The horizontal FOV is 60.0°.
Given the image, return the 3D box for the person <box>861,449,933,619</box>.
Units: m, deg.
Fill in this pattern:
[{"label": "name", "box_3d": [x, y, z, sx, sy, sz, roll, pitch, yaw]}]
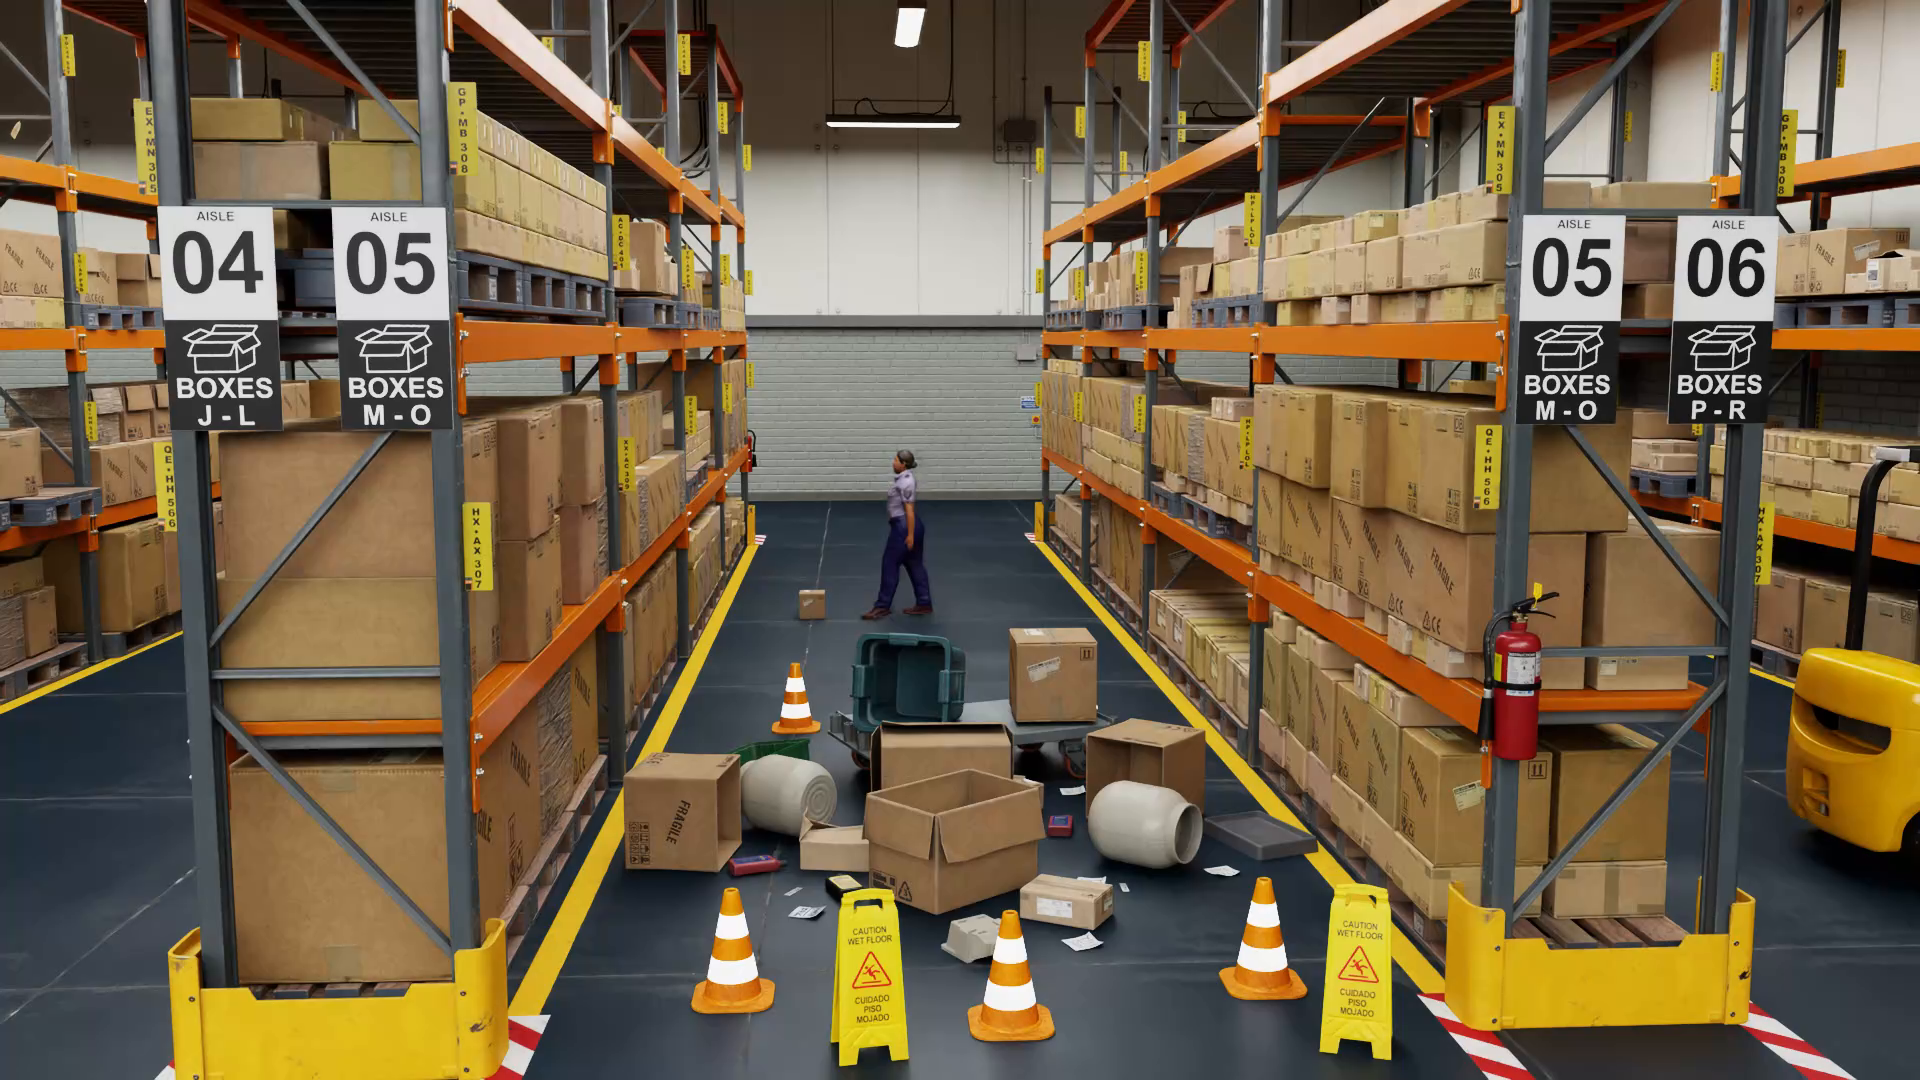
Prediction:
[{"label": "person", "box_3d": [-0.611, -0.067, 16.352, 0.683, 1.656, 0.493, 1, 7, 6]}]
